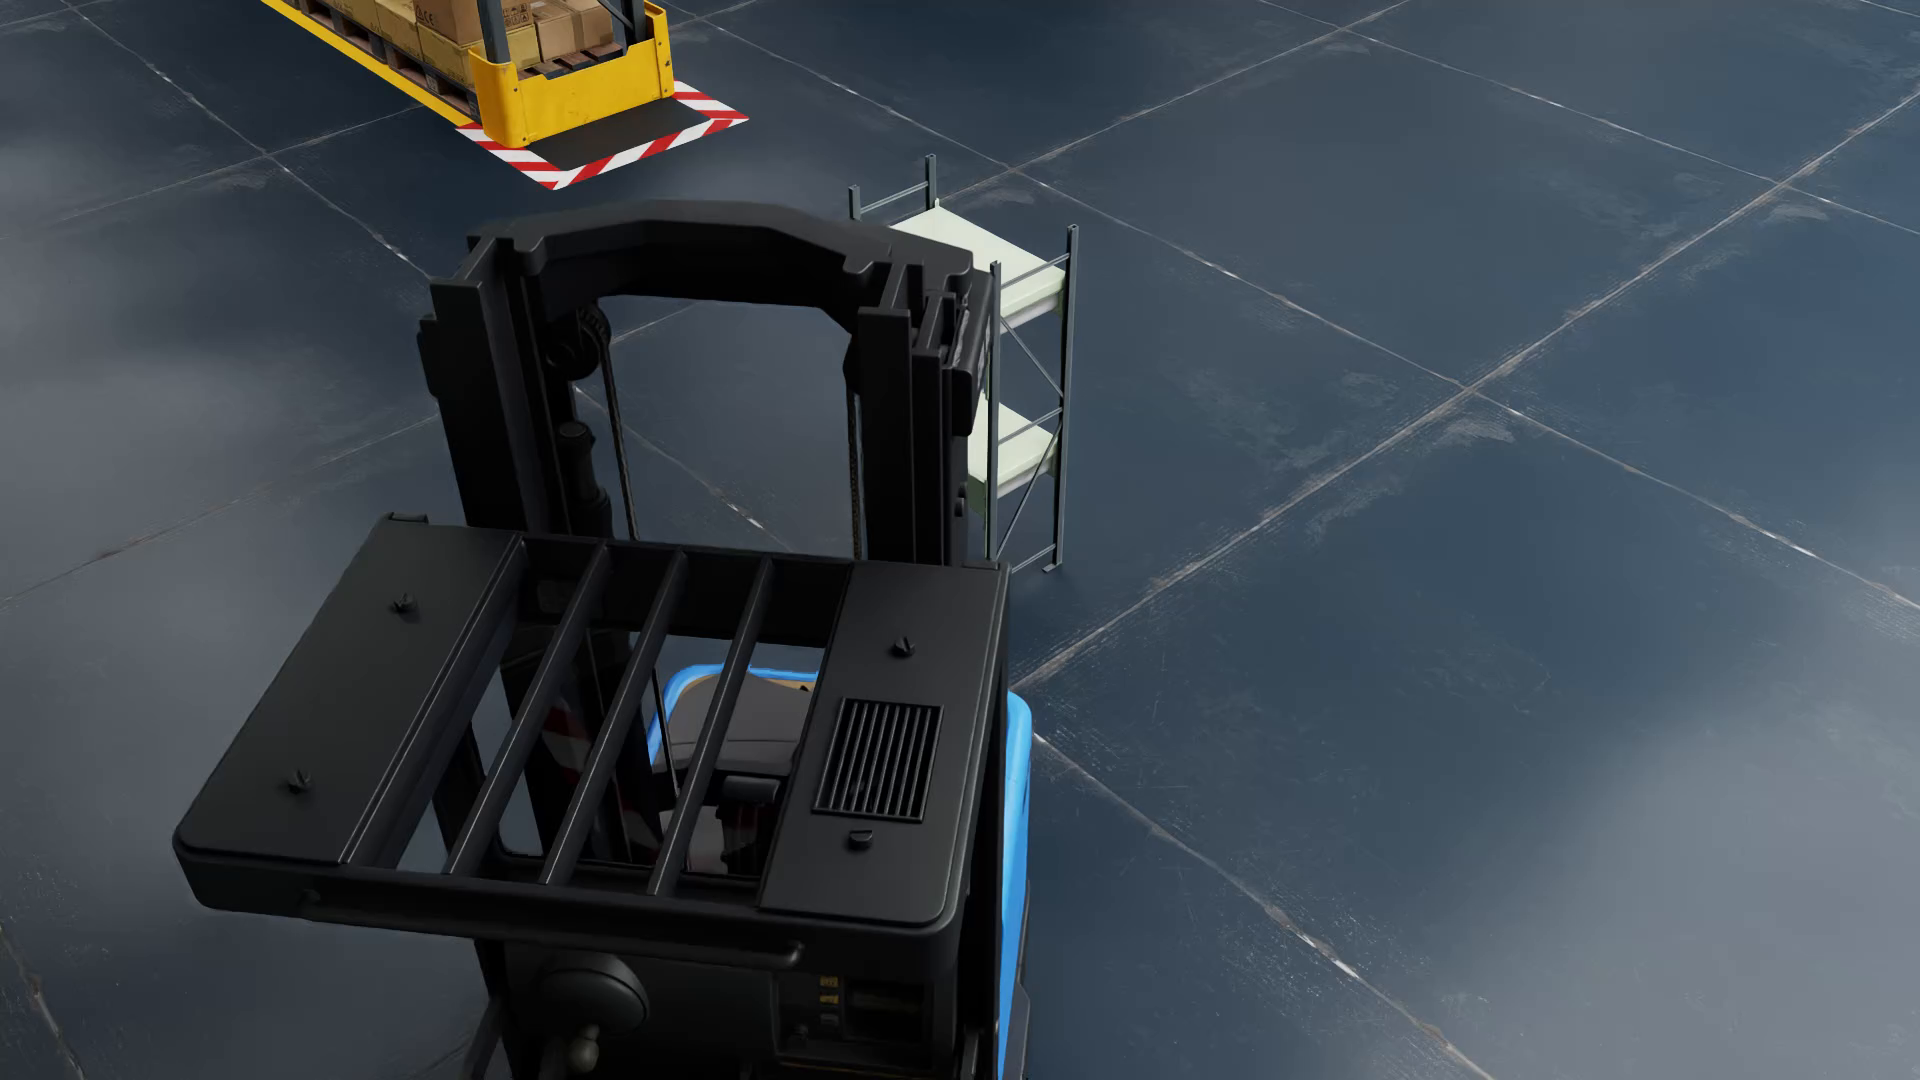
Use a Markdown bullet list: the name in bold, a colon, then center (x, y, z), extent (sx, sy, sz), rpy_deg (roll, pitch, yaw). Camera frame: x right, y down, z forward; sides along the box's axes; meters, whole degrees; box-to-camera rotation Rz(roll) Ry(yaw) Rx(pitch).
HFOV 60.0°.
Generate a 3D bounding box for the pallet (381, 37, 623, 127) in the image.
- **pallet**: center (-2.820, -2.982, 10.274), extent (1.003, 0.211, 1.213), rpy_deg (-30, 48, -32)

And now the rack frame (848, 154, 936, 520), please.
- **rack frame**: center (-0.243, -0.750, 6.485), extent (0.400, 1.500, 0.023), rpy_deg (-30, 48, -32)

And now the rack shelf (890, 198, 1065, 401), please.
- **rack shelf**: center (0.005, -0.884, 6.030), extent (0.431, 0.370, 0.720), rpy_deg (-30, 48, -32)

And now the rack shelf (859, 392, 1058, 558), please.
- **rack shelf**: center (0.005, -0.327, 6.480), extent (0.431, 0.370, 0.720), rpy_deg (-30, 48, -32)

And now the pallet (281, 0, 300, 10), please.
- **pallet**: center (-4.470, -4.111, 11.672), extent (1.003, 0.211, 1.213), rpy_deg (-30, 48, -32)

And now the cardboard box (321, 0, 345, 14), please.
- **cardboard box**: center (-3.875, -3.636, 10.719), extent (0.500, 0.250, 0.500), rpy_deg (-30, 48, -32)

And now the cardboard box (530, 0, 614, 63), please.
- **cardboard box**: center (-2.470, -3.167, 10.138), extent (0.500, 0.250, 0.500), rpy_deg (-30, 48, -32)

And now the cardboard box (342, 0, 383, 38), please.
- **cardboard box**: center (-3.538, -3.404, 10.432), extent (0.500, 0.250, 0.500), rpy_deg (-30, 48, -32)

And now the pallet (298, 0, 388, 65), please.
- **pallet**: center (-3.641, -3.546, 10.973), extent (1.003, 0.211, 1.213), rpy_deg (-30, 48, -32)

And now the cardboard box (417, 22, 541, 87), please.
- **cardboard box**: center (-2.852, -2.947, 9.866), extent (0.500, 0.250, 0.500), rpy_deg (-30, 48, -32)

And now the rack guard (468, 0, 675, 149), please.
- **rack guard**: center (-2.255, -2.747, 9.754), extent (1.175, 0.500, 0.348), rpy_deg (-30, 48, -32)

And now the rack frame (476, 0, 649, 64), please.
- **rack frame**: center (-2.272, -3.731, 8.982), extent (1.000, 3.000, 0.127), rpy_deg (-30, 48, -32)

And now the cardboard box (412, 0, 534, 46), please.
- **cardboard box**: center (-2.854, -3.238, 9.629), extent (0.500, 0.500, 0.500), rpy_deg (-30, 48, -32)

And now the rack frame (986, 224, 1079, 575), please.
- **rack frame**: center (0.252, -0.411, 6.065), extent (0.400, 1.500, 0.023), rpy_deg (-30, 48, -32)

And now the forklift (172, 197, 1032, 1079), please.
- **forklift**: center (-0.492, 0.982, 3.201), extent (1.130, 2.935, 3.031), rpy_deg (5, 39, 6)

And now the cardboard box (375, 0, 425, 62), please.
- **cardboard box**: center (-3.199, -3.173, 10.146), extent (0.500, 0.250, 0.500), rpy_deg (-30, 48, -32)

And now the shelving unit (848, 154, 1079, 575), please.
- **shelving unit**: center (0.005, -0.580, 6.275), extent (0.431, 1.500, 0.755), rpy_deg (-30, 48, -32)
